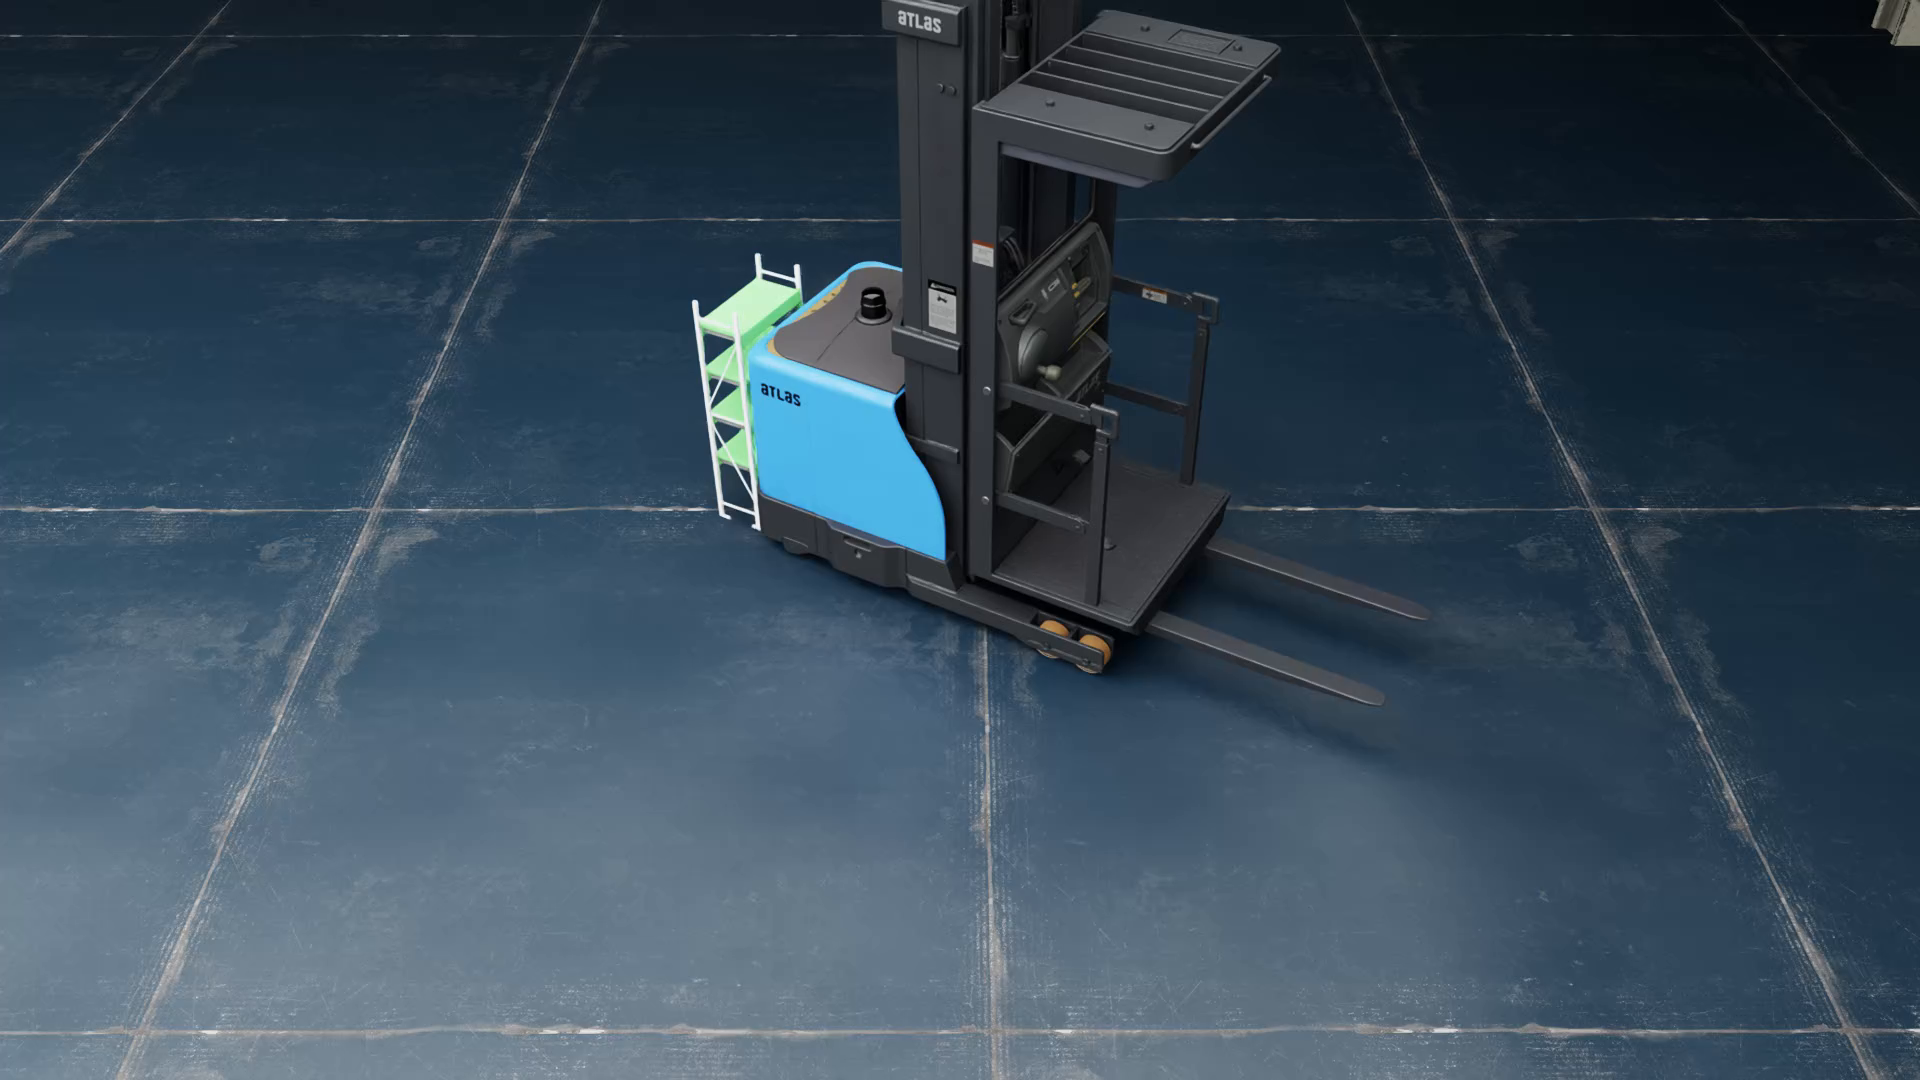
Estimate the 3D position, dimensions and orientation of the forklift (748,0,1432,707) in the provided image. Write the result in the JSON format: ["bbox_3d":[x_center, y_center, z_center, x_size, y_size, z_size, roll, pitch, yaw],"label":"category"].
[{"bbox_3d":[0.579,-0.944,6.829,3.031,2.935,1.130,20,43,23],"label":"forklift"}]

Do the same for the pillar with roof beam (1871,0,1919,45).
[{"bbox_3d":[2.985,-7.415,10.053,9.100,9.000,0.400,0,39,0],"label":"pillar with roof beam"}]

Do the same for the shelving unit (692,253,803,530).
[{"bbox_3d":[-0.957,-0.692,7.896,0.258,1.200,0.503,19,42,23],"label":"shelving unit"}]

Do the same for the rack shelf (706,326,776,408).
[{"bbox_3d":[-0.959,-0.830,7.787,0.258,0.148,0.480,19,42,23],"label":"rack shelf"}]

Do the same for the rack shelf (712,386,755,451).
[{"bbox_3d":[-0.956,-0.642,7.935,0.258,0.148,0.480,19,42,23],"label":"rack shelf"}]

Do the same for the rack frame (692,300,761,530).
[{"bbox_3d":[-1.076,-0.559,7.730,0.240,1.200,0.015,19,42,23],"label":"rack frame"}]

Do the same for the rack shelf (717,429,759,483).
[{"bbox_3d":[-0.953,-0.453,8.084,0.258,0.148,0.480,19,42,23],"label":"rack shelf"}]

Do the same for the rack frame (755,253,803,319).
[{"bbox_3d":[-0.837,-0.825,8.062,0.240,1.200,0.015,19,42,23],"label":"rack frame"}]

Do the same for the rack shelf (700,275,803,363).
[{"bbox_3d":[-0.962,-1.019,7.638,0.258,0.148,0.480,19,42,23],"label":"rack shelf"}]
